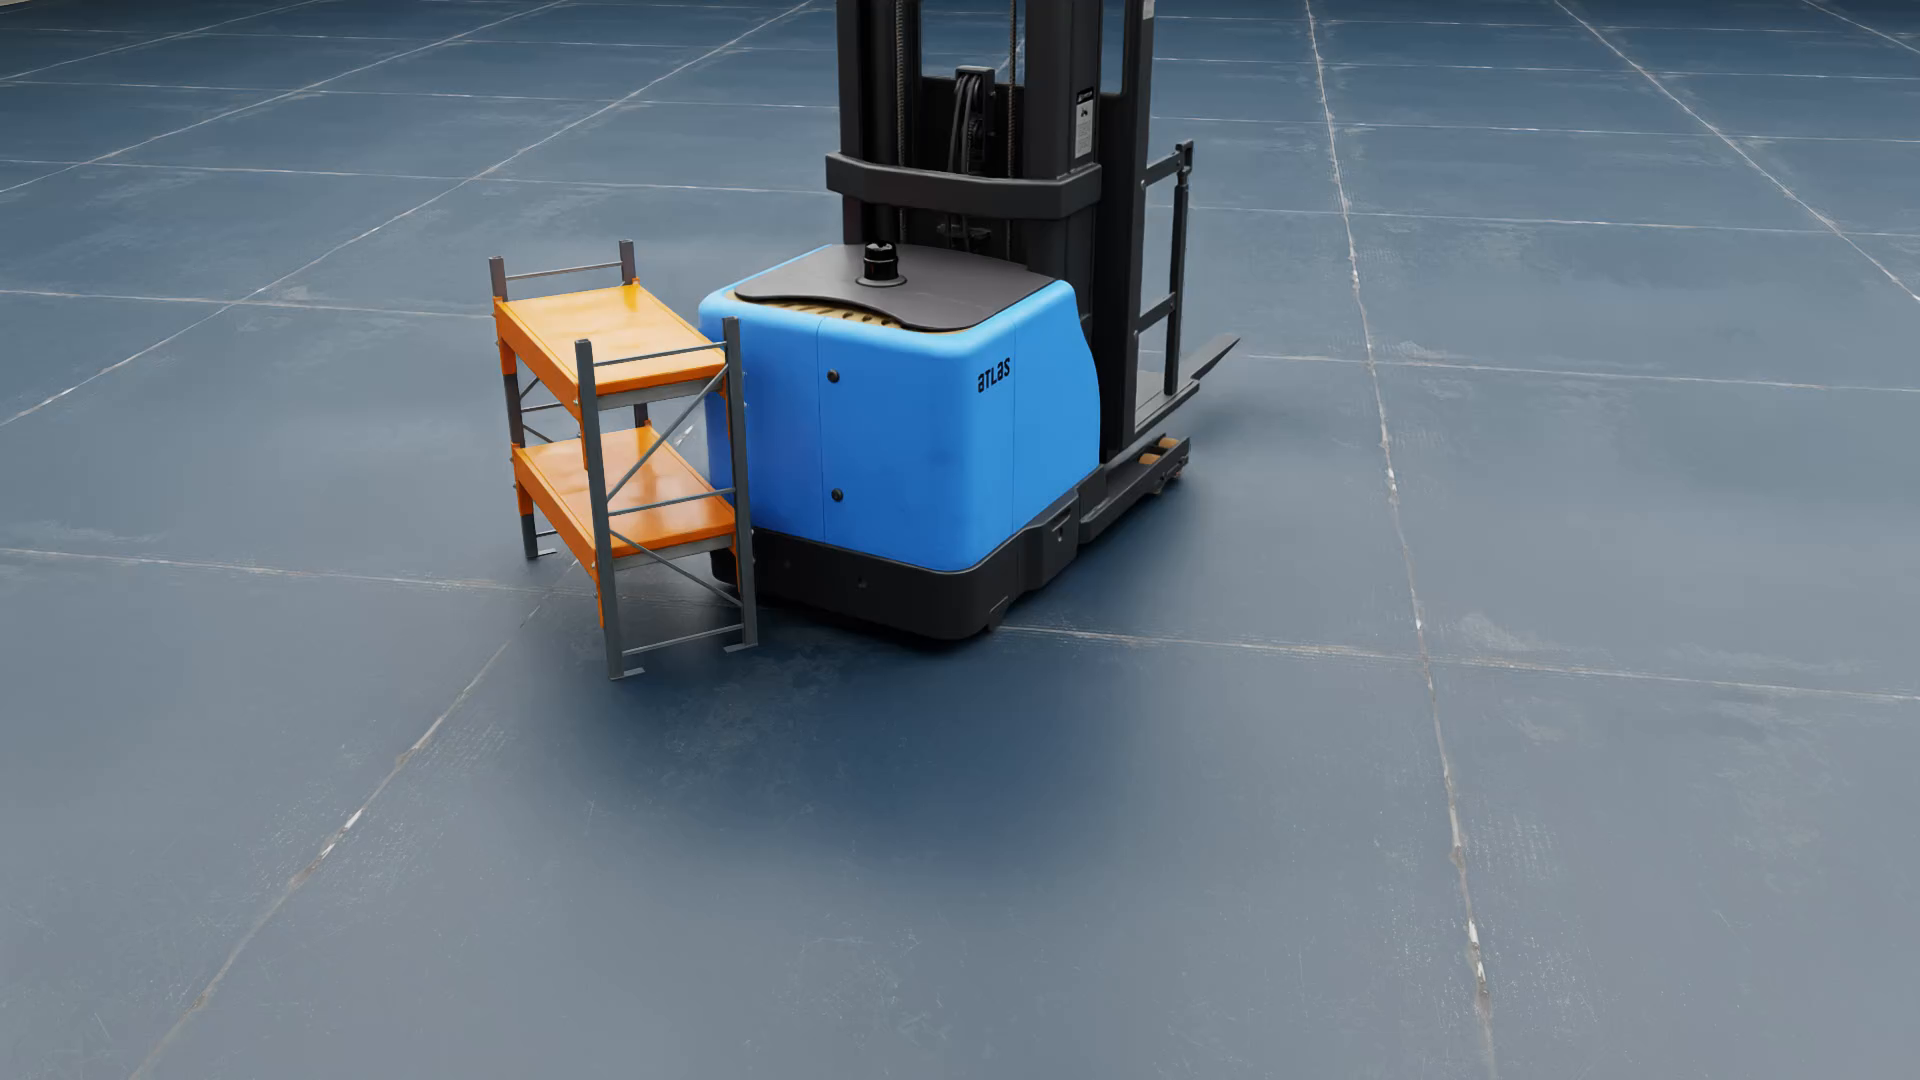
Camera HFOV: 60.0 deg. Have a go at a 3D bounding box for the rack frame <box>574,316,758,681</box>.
[{"bbox_3d":[-0.896,-0.116,5.171,0.500,1.125,0.032,-13,28,-25],"label":"rack frame"}]

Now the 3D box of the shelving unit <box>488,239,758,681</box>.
[{"bbox_3d":[-1.135,-0.306,5.577,0.538,1.125,1.048,-13,28,-25],"label":"shelving unit"}]

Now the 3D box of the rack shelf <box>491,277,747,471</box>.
[{"bbox_3d":[-1.135,-0.571,5.453,0.538,0.278,1.000,-13,28,-25],"label":"rack shelf"}]

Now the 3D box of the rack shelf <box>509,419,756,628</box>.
[{"bbox_3d":[-1.135,-0.085,5.681,0.538,0.278,1.000,-13,28,-25],"label":"rack shelf"}]

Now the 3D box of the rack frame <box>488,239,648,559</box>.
[{"bbox_3d":[-1.375,-0.496,5.983,0.500,1.125,0.032,-13,28,-25],"label":"rack frame"}]

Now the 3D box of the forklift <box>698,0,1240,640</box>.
[{"bbox_3d":[0.281,-1.591,6.191,1.130,2.935,3.031,13,28,26],"label":"forklift"}]
